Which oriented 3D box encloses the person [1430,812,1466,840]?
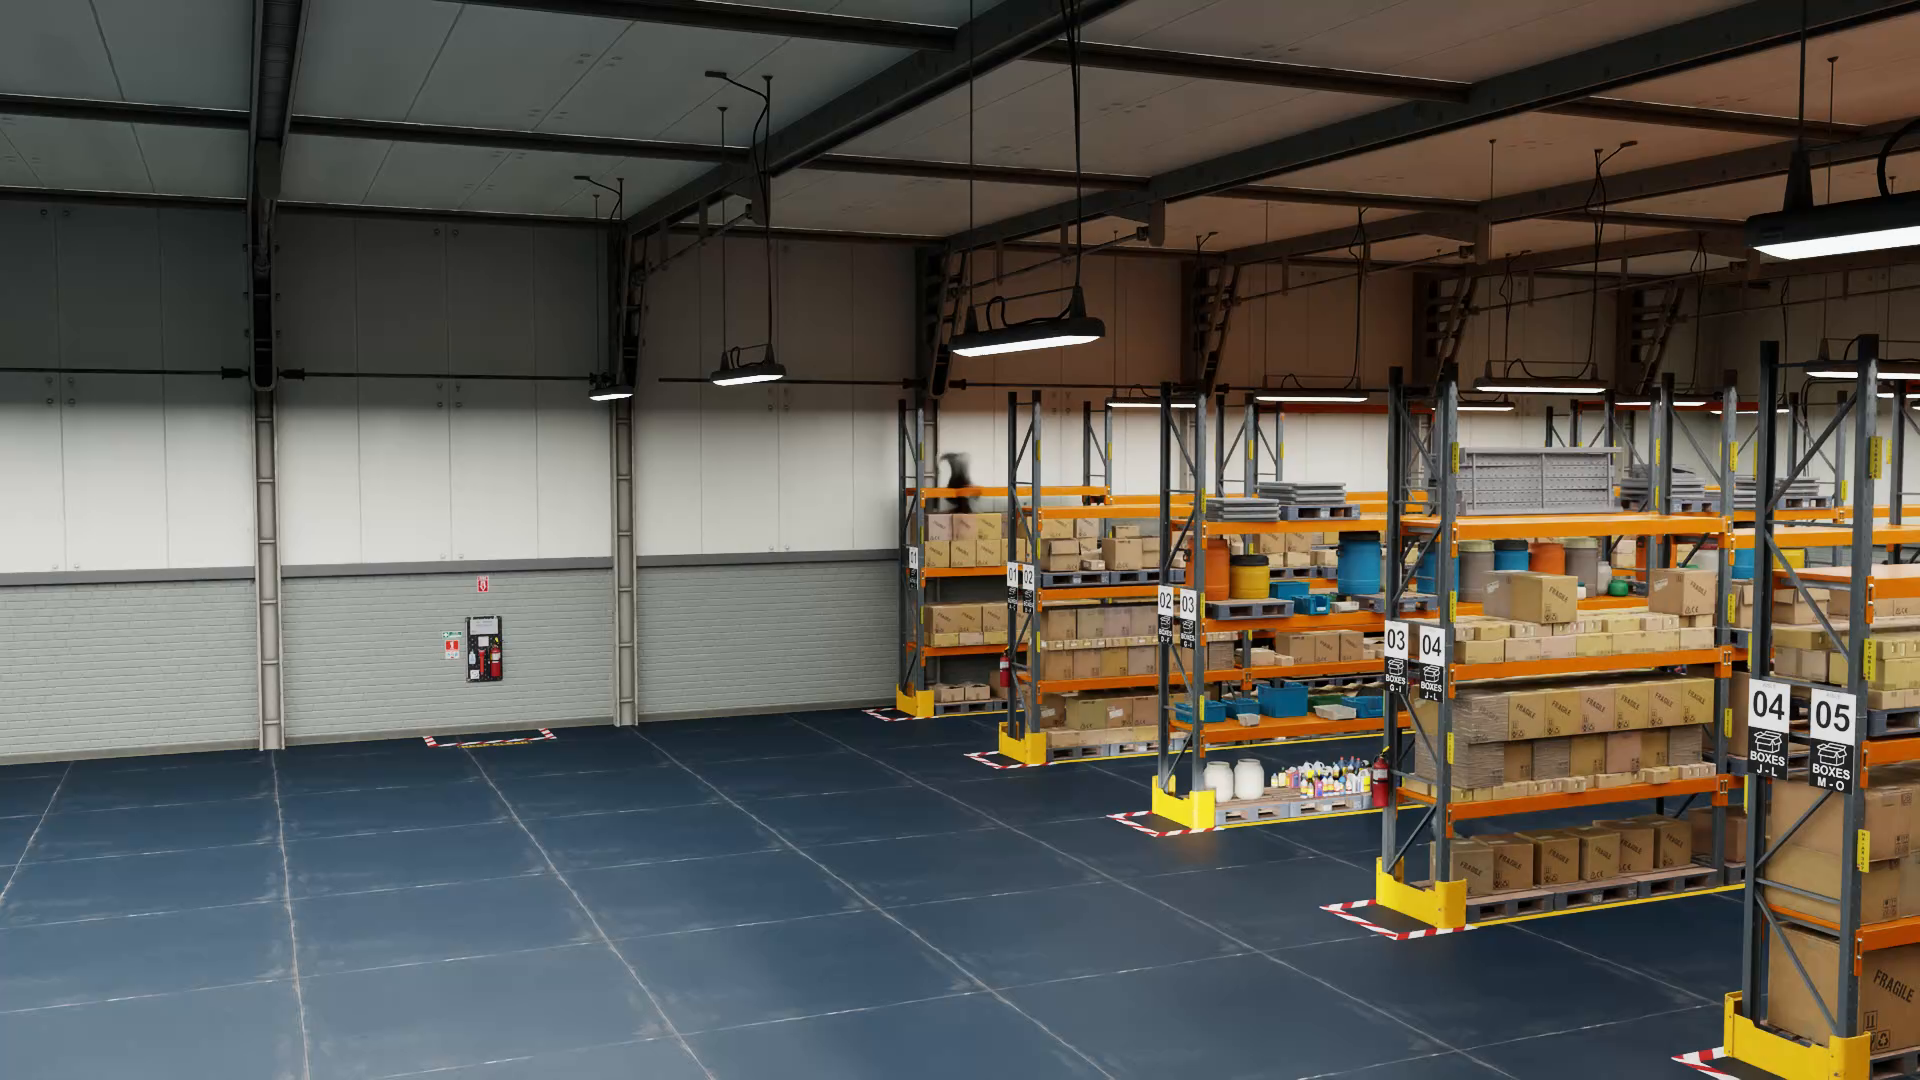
[{"bbox_3d":[5.921,3.161,20.139,0.483,1.683,0.776,0,3,2],"label":"person"}]
